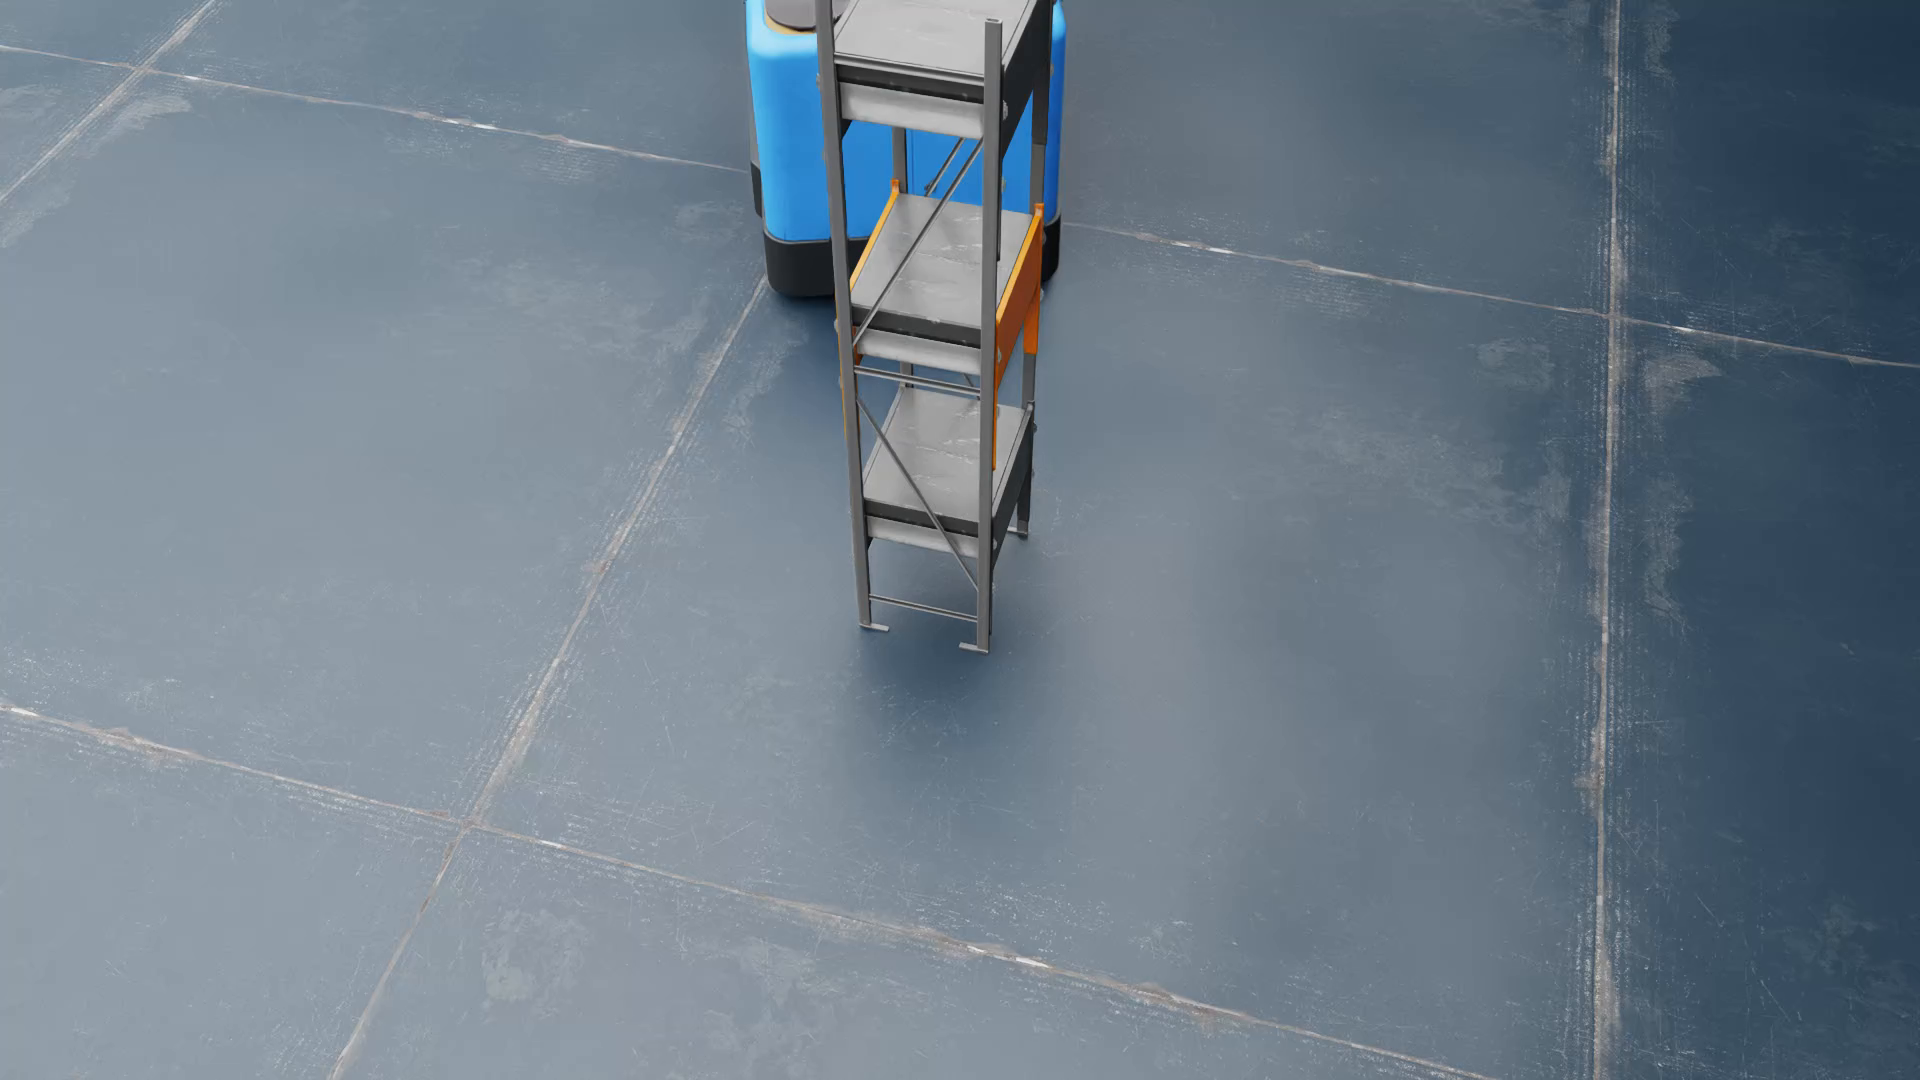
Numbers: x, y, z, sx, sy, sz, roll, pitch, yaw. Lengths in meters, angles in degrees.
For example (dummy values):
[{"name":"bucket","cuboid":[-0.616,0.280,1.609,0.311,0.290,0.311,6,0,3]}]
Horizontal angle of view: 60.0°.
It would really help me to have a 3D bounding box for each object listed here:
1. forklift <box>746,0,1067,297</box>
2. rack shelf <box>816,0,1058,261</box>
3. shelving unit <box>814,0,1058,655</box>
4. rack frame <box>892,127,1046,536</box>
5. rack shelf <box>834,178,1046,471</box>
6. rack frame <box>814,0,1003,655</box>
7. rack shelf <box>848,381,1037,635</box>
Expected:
[{"name":"forklift","cuboid":[-0.303,-2.948,5.897,1.130,2.935,3.031,-4,49,-4]},{"name":"rack shelf","cuboid":[-0.044,-1.029,3.842,0.431,0.518,0.480,12,50,10]},{"name":"shelving unit","cuboid":[-0.044,-0.575,4.357,0.431,2.100,0.503,12,50,10]},{"name":"rack frame","cuboid":[0.021,-0.752,4.513,0.400,2.100,0.015,12,50,10]},{"name":"rack shelf","cuboid":[-0.044,-0.566,4.367,0.431,0.518,0.480,12,50,10]},{"name":"rack frame","cuboid":[-0.108,-0.399,4.201,0.400,2.100,0.015,12,50,10]},{"name":"rack shelf","cuboid":[-0.044,-0.103,4.892,0.431,0.518,0.480,12,50,10]}]
